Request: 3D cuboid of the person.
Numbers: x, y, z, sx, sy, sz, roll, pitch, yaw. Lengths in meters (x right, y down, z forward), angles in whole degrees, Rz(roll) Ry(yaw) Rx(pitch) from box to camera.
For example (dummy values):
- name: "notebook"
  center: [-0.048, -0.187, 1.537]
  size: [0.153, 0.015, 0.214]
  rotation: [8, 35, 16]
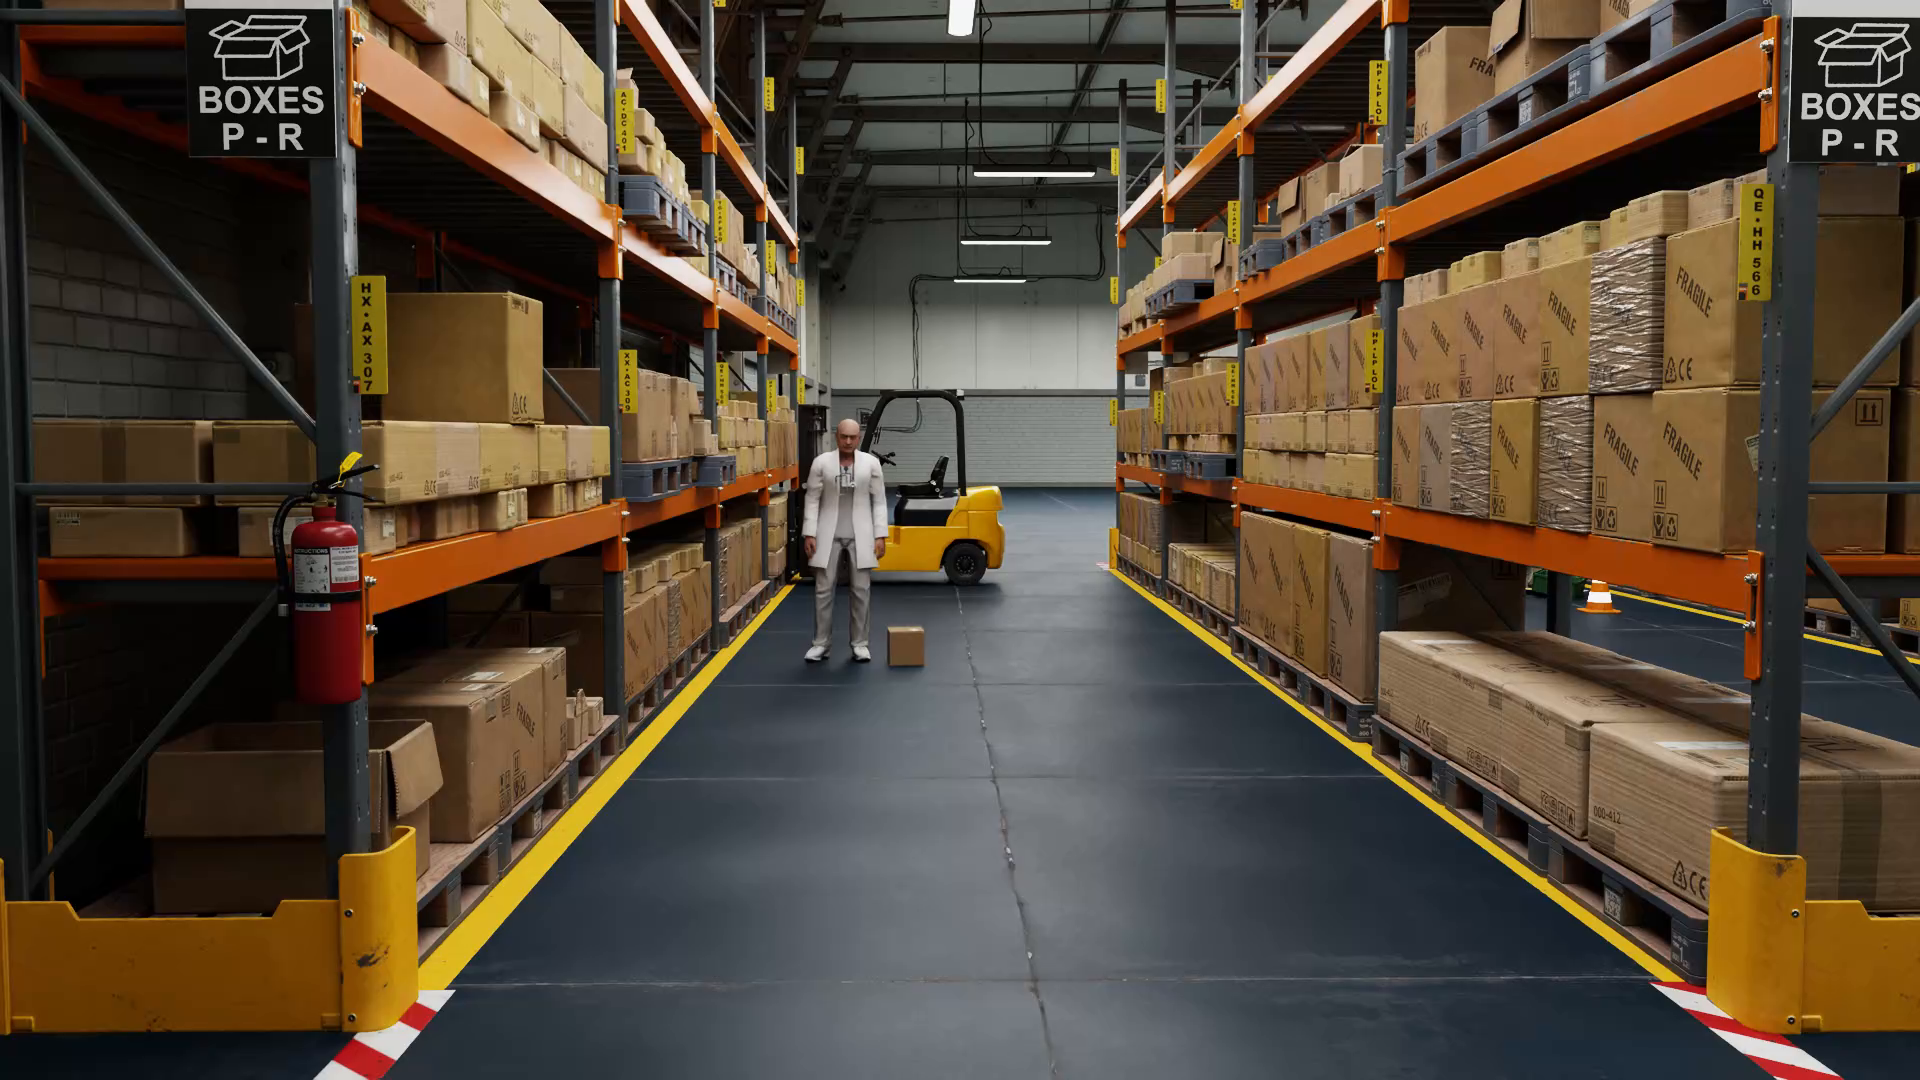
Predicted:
- name: "person"
  center: [-0.844, -0.004, 12.264]
  size: [0.646, 1.772, 0.428]
  rotation: [0, 4, -4]
